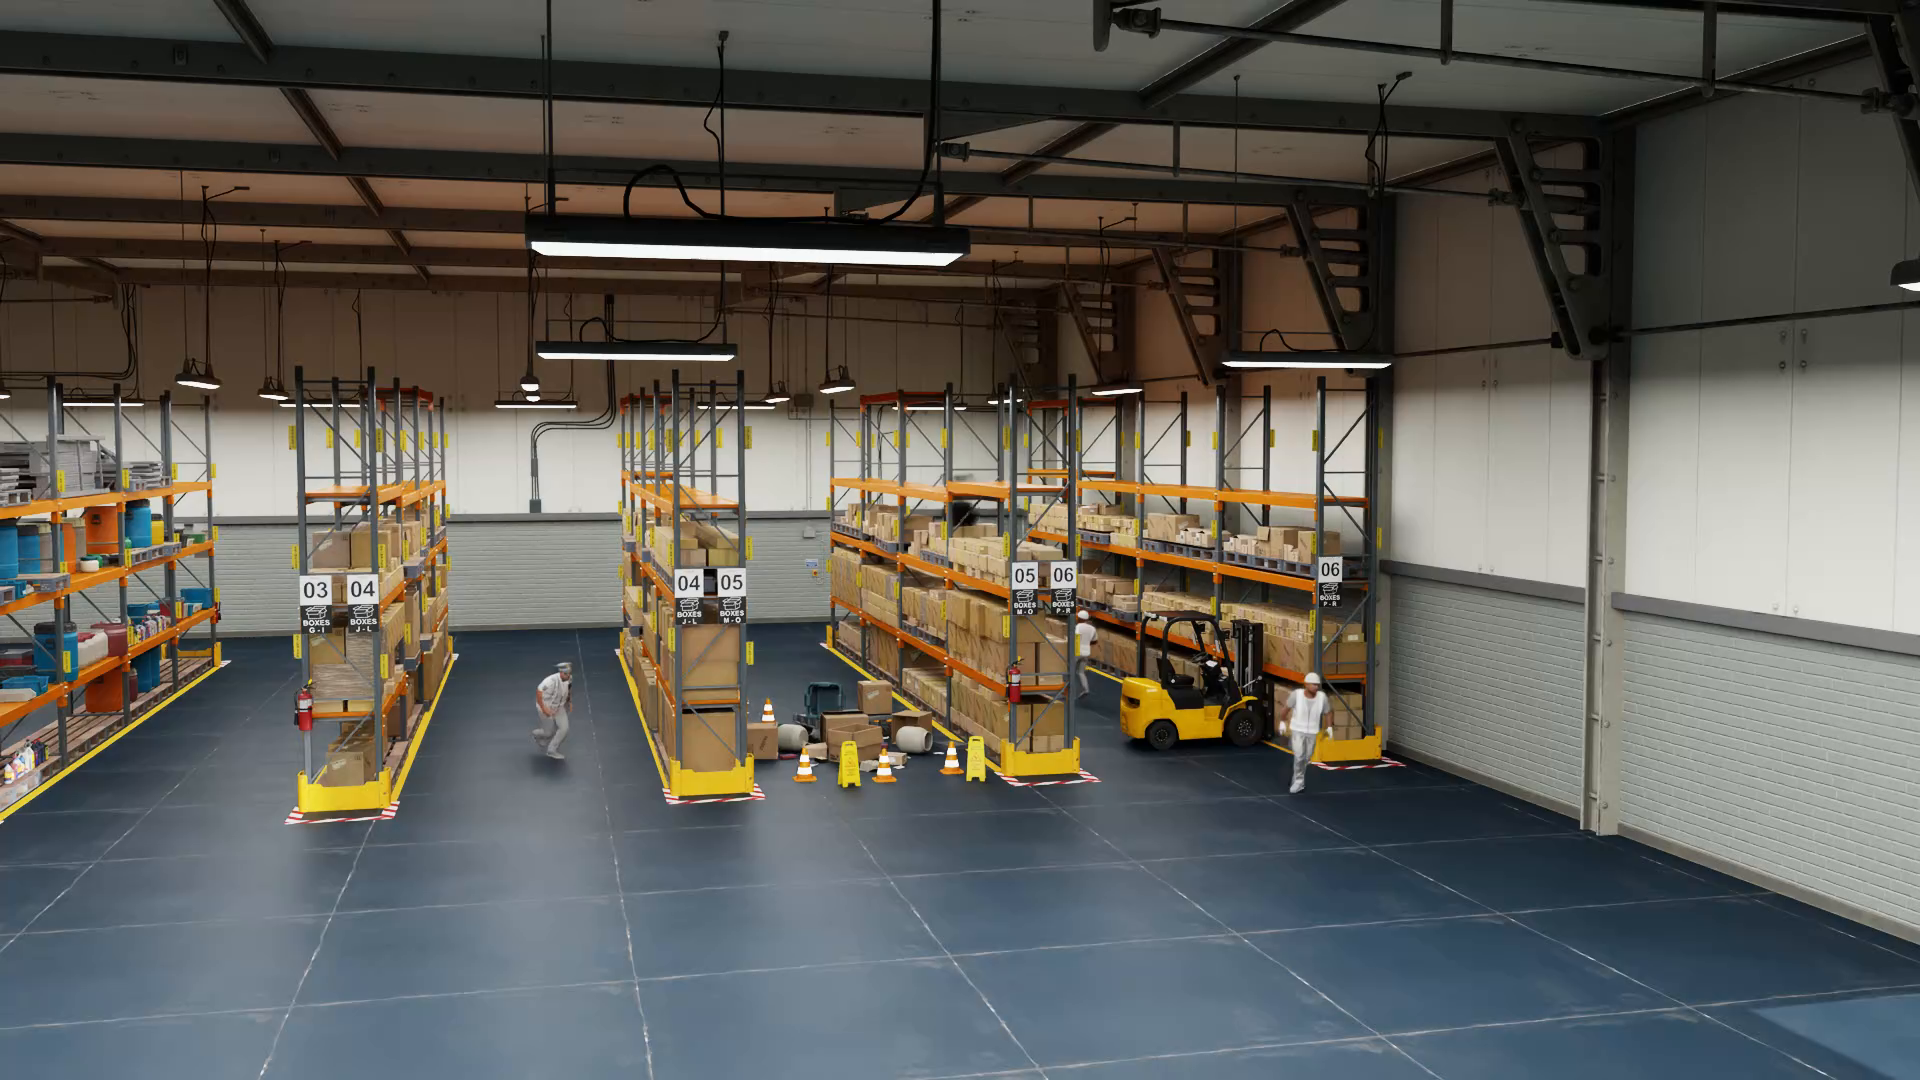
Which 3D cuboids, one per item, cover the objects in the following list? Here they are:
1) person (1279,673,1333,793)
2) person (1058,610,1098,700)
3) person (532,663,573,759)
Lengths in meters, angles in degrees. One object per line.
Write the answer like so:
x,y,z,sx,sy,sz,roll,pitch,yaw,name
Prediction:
4.914,2.714,23.557,0.651,1.716,0.772,0,3,-8,person
2.359,2.226,32.057,0.720,1.744,0.927,-2,4,-26,person
-6.464,2.676,26.246,1.028,1.554,0.668,3,5,42,person
